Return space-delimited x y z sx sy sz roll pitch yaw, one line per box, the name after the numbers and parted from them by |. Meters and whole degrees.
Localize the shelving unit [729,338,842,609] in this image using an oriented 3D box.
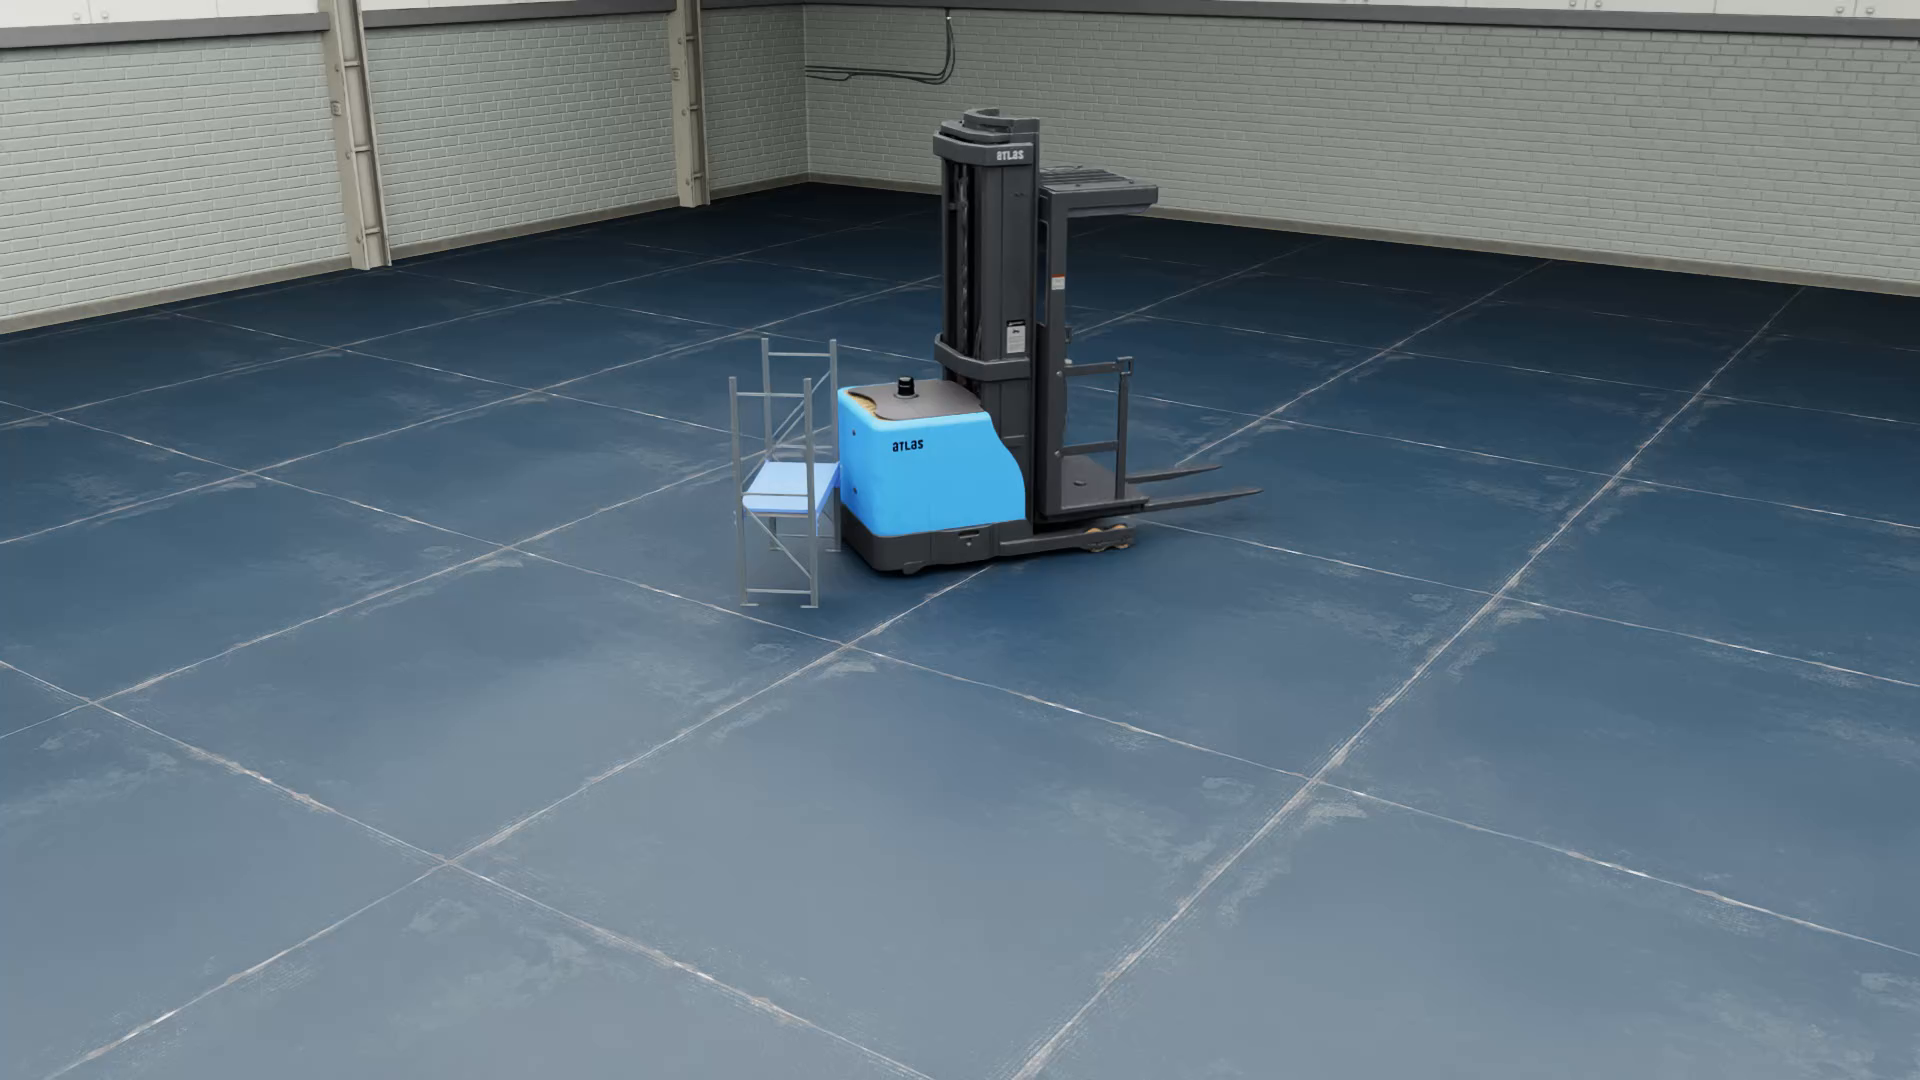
-1.112 -0.454 10.831 0.538 1.500 1.048 2 20 4 | shelving unit

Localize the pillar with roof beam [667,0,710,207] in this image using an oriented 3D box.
-0.566 -8.590 22.016 9.100 9.000 0.400 13 24 32 | pillar with roof beam

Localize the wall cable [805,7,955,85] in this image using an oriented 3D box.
-1.377 -8.561 26.413 3.097 2.526 0.112 13 24 32 | wall cable

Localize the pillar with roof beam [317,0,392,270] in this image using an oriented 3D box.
-3.939 -6.868 17.362 9.100 9.000 0.400 13 24 32 | pillar with roof beam

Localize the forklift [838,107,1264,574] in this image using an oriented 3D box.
0.681 -1.449 11.458 3.031 2.935 1.130 -8 22 -20 | forklift

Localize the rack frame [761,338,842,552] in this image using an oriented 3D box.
-1.070 -0.630 11.306 0.500 1.500 0.032 2 20 4 | rack frame

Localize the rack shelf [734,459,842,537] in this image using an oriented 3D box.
-1.112 -0.285 10.893 0.538 0.185 1.000 2 20 4 | rack shelf

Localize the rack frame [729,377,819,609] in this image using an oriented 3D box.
-1.153 -0.278 10.355 0.500 1.500 0.032 2 20 4 | rack frame
